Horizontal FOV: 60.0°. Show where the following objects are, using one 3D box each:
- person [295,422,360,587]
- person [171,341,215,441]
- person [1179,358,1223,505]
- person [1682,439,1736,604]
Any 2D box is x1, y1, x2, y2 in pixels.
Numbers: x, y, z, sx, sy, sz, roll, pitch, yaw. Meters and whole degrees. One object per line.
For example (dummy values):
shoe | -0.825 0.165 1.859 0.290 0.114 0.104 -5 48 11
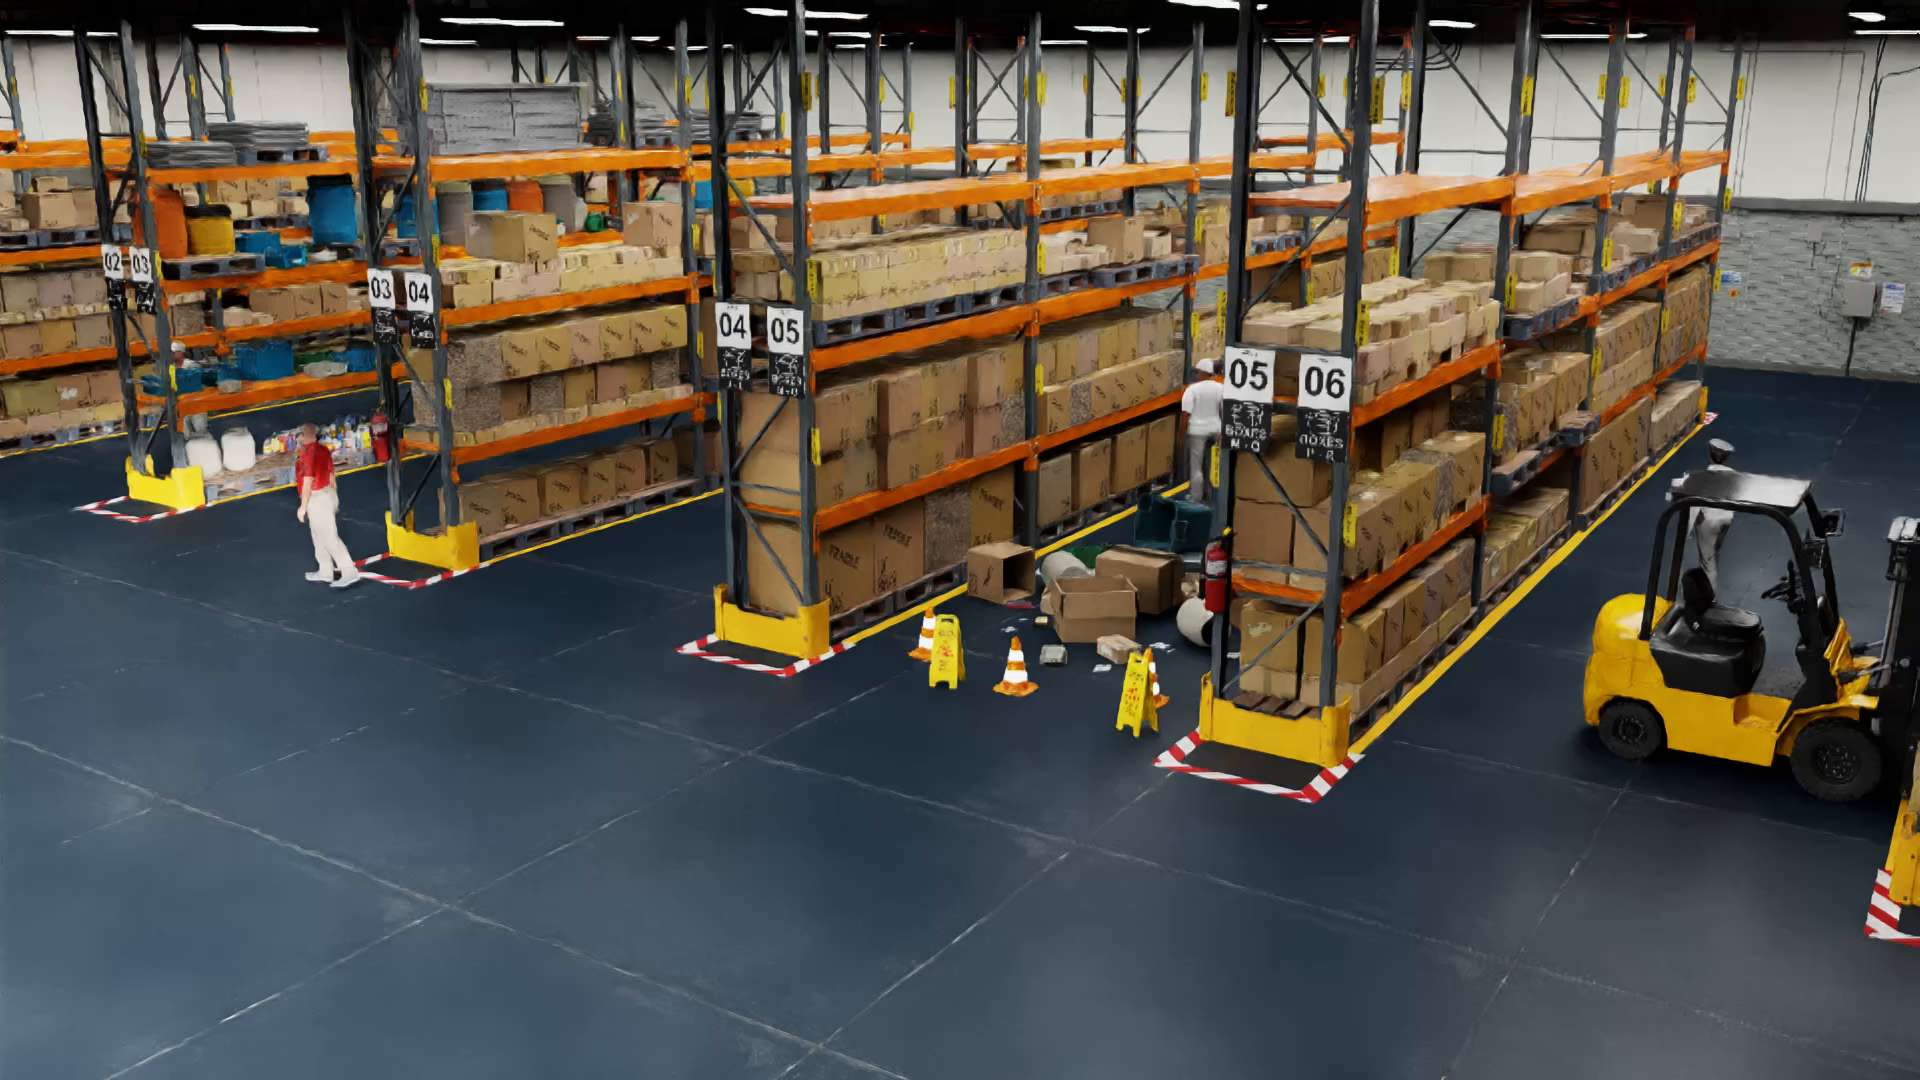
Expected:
person | -6.656 -0.377 17.392 0.632 1.707 0.587 0 16 -1
person | -10.520 -1.874 22.743 0.677 1.742 0.547 9 18 30
person | 2.768 -1.245 19.300 0.624 1.763 0.506 -8 17 -26
person | 7.534 -0.183 16.725 0.573 1.663 0.538 -8 17 -26
